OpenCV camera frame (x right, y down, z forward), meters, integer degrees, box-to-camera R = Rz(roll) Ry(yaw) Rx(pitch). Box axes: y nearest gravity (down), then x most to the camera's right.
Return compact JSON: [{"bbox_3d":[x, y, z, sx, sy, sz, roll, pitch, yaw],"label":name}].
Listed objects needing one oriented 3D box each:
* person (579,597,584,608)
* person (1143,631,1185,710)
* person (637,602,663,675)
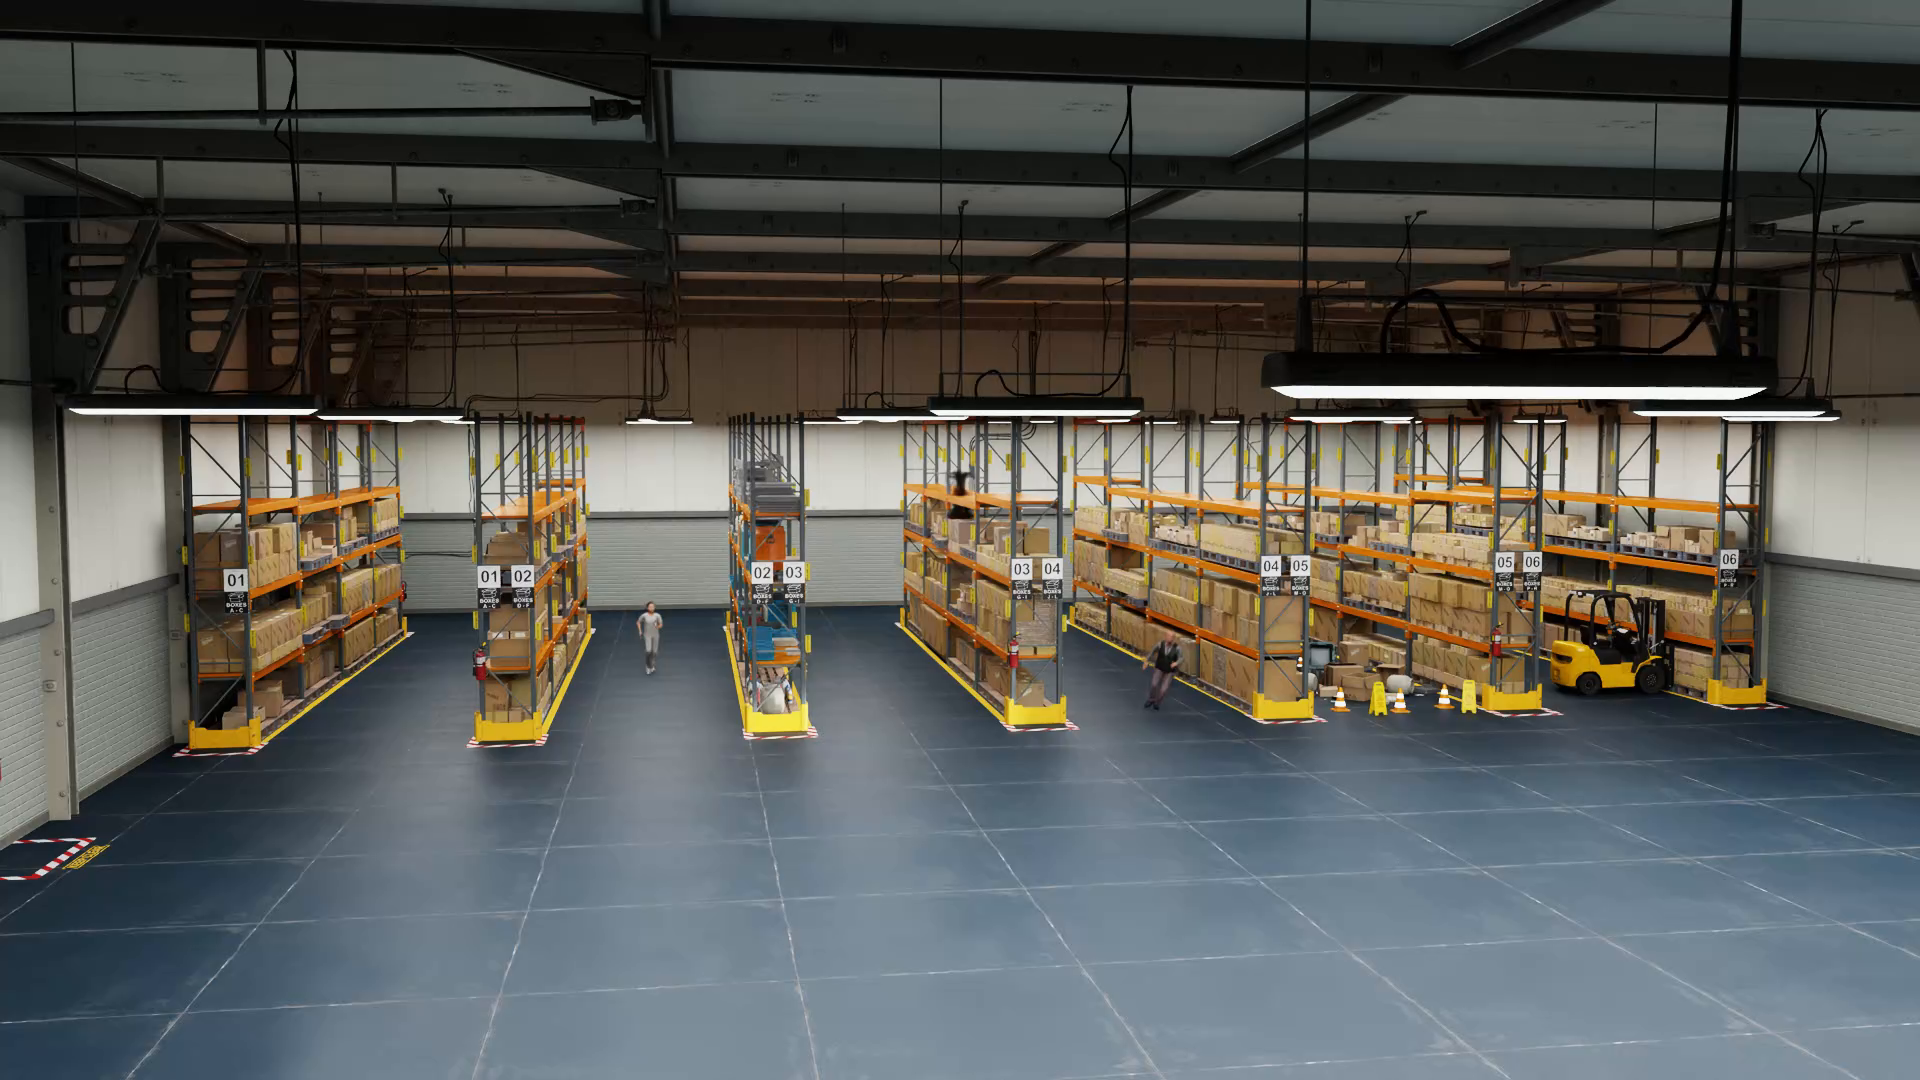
[{"bbox_3d":[-11.419,1.495,49.318,0.603,1.784,0.691,3,5,41],"label":"person"},{"bbox_3d":[4.114,2.641,33.548,0.839,1.617,0.646,0,4,5],"label":"person"},{"bbox_3d":[-7.162,2.271,38.502,0.558,1.688,0.703,-1,4,-19],"label":"person"}]
